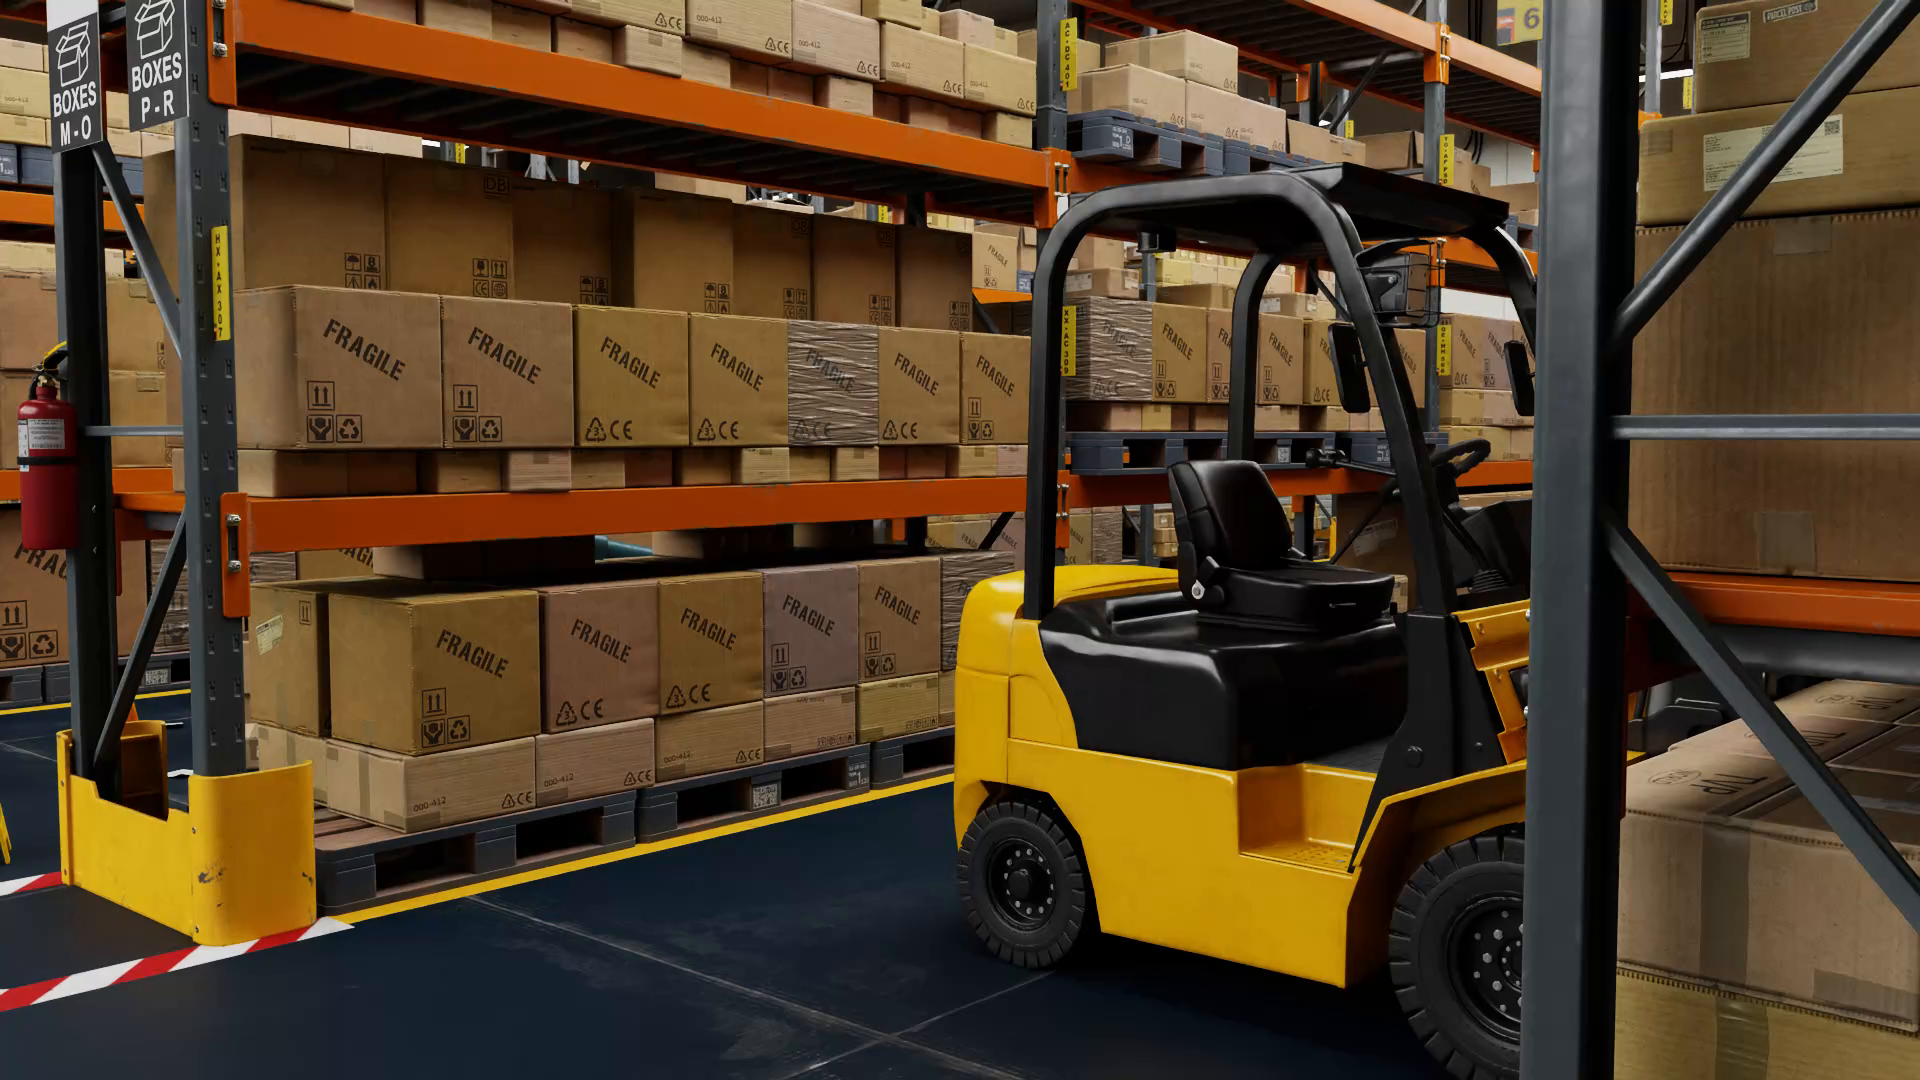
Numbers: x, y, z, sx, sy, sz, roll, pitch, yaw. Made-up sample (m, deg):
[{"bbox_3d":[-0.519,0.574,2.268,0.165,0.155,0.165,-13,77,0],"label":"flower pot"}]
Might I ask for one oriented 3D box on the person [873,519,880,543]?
[{"bbox_3d":[-0.765,-0.074,11.638,0.376,1.699,0.474,3,5,43],"label":"person"}]
